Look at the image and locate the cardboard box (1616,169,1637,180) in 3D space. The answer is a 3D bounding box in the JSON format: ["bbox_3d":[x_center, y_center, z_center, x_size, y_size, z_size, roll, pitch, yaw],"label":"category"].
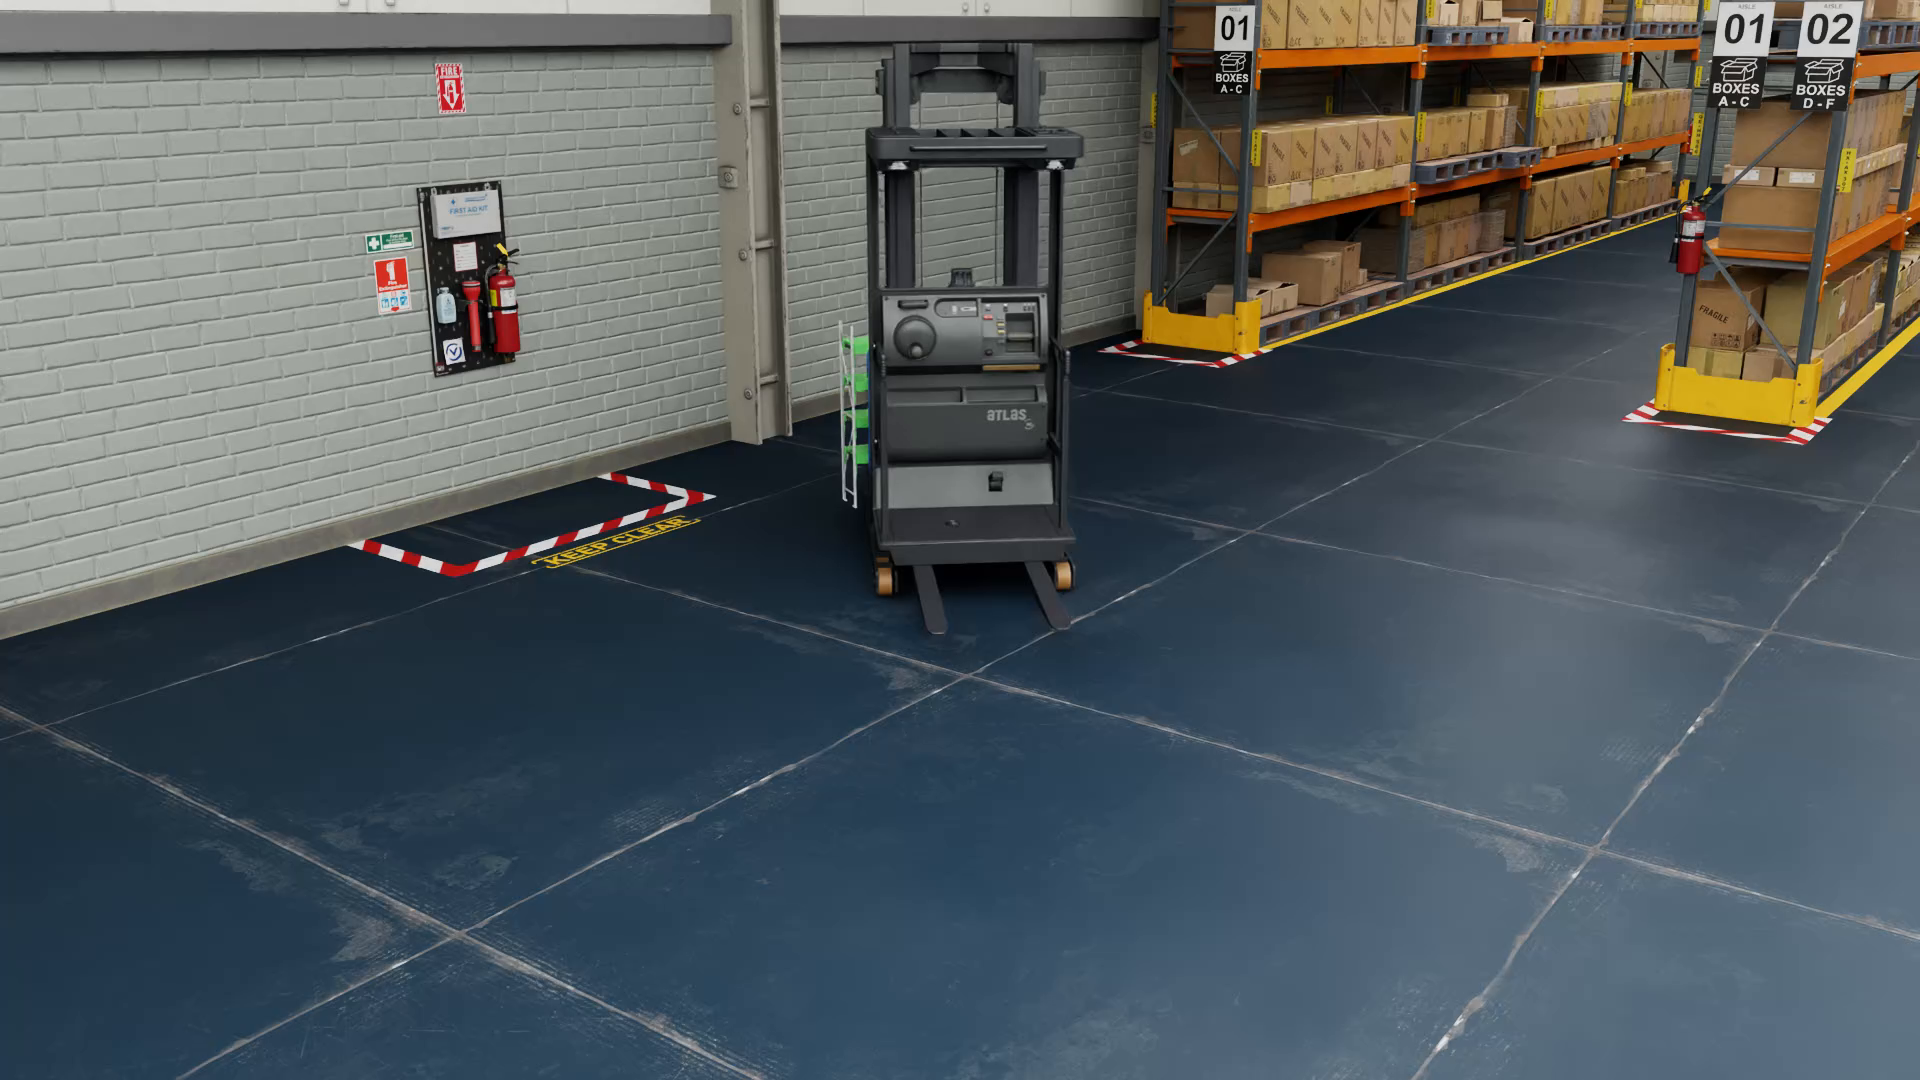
[{"bbox_3d":[10.349,-5.719,26.015,0.380,0.149,0.250,13,22,37],"label":"cardboard box"}]

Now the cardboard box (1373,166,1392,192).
[{"bbox_3d":[4.361,-3.942,18.099,0.500,0.250,0.500,13,21,35],"label":"cardboard box"}]

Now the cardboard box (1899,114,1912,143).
[{"bbox_3d":[11.352,-4.784,19.715,0.700,0.500,0.500,5,18,16],"label":"cardboard box"}]

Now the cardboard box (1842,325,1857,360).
[{"bbox_3d":[7.694,-1.793,14.889,0.500,0.250,0.500,12,21,35],"label":"cardboard box"}]

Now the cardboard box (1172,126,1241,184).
[{"bbox_3d":[2.430,-3.781,16.316,0.500,0.500,0.500,12,21,34],"label":"cardboard box"}]

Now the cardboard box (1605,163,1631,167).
[{"bbox_3d":[10.677,-6.041,27.052,0.380,0.149,0.250,13,21,35],"label":"cardboard box"}]

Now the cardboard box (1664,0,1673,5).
[{"bbox_3d":[10.711,-8.523,25.685,0.500,0.500,0.500,13,21,35],"label":"cardboard box"}]

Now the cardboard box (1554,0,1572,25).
[{"bbox_3d":[7.943,-7.321,22.794,0.700,0.500,0.500,14,22,37],"label":"cardboard box"}]

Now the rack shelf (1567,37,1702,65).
[{"bbox_3d":[10.662,-7.758,26.325,1.077,0.370,4.000,12,21,35],"label":"rack shelf"}]

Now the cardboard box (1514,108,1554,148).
[{"bbox_3d":[7.582,-5.510,22.226,0.500,0.500,0.500,13,22,36],"label":"cardboard box"}]

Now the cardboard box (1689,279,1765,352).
[{"bbox_3d":[6.381,-1.886,13.924,0.500,0.500,0.500,12,21,35],"label":"cardboard box"}]

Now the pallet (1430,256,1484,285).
[{"bbox_3d":[5.893,-3.434,20.944,1.003,0.211,1.213,12,21,35],"label":"pallet"}]

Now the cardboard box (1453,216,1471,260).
[{"bbox_3d":[6.026,-3.851,21.059,0.700,0.500,0.500,12,21,34],"label":"cardboard box"}]

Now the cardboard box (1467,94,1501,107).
[{"bbox_3d":[6.726,-5.641,21.348,0.380,0.149,0.250,9,19,26],"label":"cardboard box"}]

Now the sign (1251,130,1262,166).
[{"bbox_3d":[2.756,-3.653,15.488,0.100,0.325,0.005,12,21,35],"label":"sign"}]

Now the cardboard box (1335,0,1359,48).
[{"bbox_3d":[3.677,-5.238,16.792,0.500,0.500,0.500,14,22,38],"label":"cardboard box"}]

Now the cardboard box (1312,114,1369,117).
[{"bbox_3d":[4.256,-4.509,18.660,0.500,0.500,0.500,12,21,33],"label":"cardboard box"}]

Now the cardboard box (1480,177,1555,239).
[{"bbox_3d":[7.630,-4.566,22.807,0.750,0.750,0.750,12,21,34],"label":"cardboard box"}]

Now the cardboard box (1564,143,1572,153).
[{"bbox_3d":[8.374,-5.535,23.399,0.380,0.149,0.250,13,21,35],"label":"cardboard box"}]

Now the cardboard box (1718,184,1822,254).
[{"bbox_3d":[6.589,-2.617,13.445,0.700,0.500,0.500,12,21,35],"label":"cardboard box"}]

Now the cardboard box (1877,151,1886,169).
[{"bbox_3d":[8.086,-3.426,14.956,0.380,0.149,0.250,12,21,34],"label":"cardboard box"}]

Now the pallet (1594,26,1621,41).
[{"bbox_3d":[8.963,-7.307,23.981,0.805,0.209,1.217,11,21,33],"label":"pallet"}]

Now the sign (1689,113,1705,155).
[{"bbox_3d":[5.873,-3.226,13.222,0.100,0.325,0.005,12,21,35],"label":"sign"}]

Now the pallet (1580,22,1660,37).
[{"bbox_3d":[9.966,-7.776,25.319,1.003,0.211,1.213,12,21,35],"label":"pallet"}]

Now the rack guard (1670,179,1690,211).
[{"bbox_3d":[11.868,-5.958,28.586,1.175,0.500,0.348,12,21,35],"label":"rack guard"}]

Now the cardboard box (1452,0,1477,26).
[{"bbox_3d":[5.828,-6.378,19.791,0.500,0.500,0.500,12,21,33],"label":"cardboard box"}]

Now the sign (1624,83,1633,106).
[{"bbox_3d":[9.912,-6.615,24.668,0.100,0.325,0.005,12,21,35],"label":"sign"}]

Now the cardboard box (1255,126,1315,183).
[{"bbox_3d":[3.148,-3.808,16.402,0.500,0.500,0.500,12,21,35],"label":"cardboard box"}]

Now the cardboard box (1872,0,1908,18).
[{"bbox_3d":[7.510,-4.555,13.685,0.500,0.500,0.500,12,21,35],"label":"cardboard box"}]

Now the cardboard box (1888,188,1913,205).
[{"bbox_3d":[9.376,-3.468,16.778,0.380,0.149,0.250,12,21,35],"label":"cardboard box"}]

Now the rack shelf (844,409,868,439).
[{"bbox_3d":[-0.508,-0.784,10.961,0.480,0.148,0.258,-7,19,-22],"label":"rack shelf"}]

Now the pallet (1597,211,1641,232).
[{"bbox_3d":[9.986,-5.029,26.081,1.003,0.211,1.213,12,21,35],"label":"pallet"}]

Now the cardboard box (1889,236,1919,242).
[{"bbox_3d":[10.649,-3.228,18.563,0.500,0.311,0.500,12,21,34],"label":"cardboard box"}]

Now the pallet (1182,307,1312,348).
[{"bbox_3d":[2.878,-2.209,17.000,1.003,0.211,1.213,12,21,35],"label":"pallet"}]

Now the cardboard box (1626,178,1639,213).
[{"bbox_3d":[10.300,-5.479,26.336,0.700,0.500,0.500,12,21,34],"label":"cardboard box"}]

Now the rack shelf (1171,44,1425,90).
[{"bbox_3d":[3.512,-4.900,17.121,1.077,0.370,4.000,12,21,35],"label":"rack shelf"}]

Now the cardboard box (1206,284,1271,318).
[{"bbox_3d":[2.805,-2.410,16.738,0.500,0.311,0.500,10,20,29],"label":"cardboard box"}]

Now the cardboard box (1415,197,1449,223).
[{"bbox_3d":[5.695,-4.071,20.502,0.500,0.250,0.500,12,21,33],"label":"cardboard box"}]

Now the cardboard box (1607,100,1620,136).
[{"bbox_3d":[9.397,-6.238,24.570,0.500,0.500,0.500,12,21,34],"label":"cardboard box"}]

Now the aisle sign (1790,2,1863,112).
[{"bbox_3d":[6.508,-3.632,12.499,0.394,0.787,0.004,12,21,35],"label":"aisle sign"}]

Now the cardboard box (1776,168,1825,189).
[{"bbox_3d":[6.707,-2.873,13.177,0.380,0.149,0.250,12,21,34],"label":"cardboard box"}]

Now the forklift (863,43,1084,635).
[{"bbox_3d":[0.053,-1.191,9.135,1.130,2.935,3.031,-2,17,-5],"label":"forklift"}]

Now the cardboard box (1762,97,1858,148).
[{"bbox_3d":[6.930,-3.376,13.700,0.700,0.500,0.500,12,21,33],"label":"cardboard box"}]

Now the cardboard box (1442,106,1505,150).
[{"bbox_3d":[6.504,-5.247,21.171,0.700,0.500,0.500,10,20,30],"label":"cardboard box"}]

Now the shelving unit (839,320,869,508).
[{"bbox_3d":[-0.508,-0.845,10.942,0.503,1.200,0.258,-7,19,-22],"label":"shelving unit"}]

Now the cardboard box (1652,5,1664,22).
[{"bbox_3d":[10.409,-8.039,25.392,0.500,0.250,0.500,12,21,34],"label":"cardboard box"}]

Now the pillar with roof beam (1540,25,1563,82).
[{"bbox_3d":[12.650,-8.617,22.819,9.100,9.000,0.400,12,21,35],"label":"pillar with roof beam"}]

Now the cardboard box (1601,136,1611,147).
[{"bbox_3d":[9.365,-5.888,24.536,0.380,0.149,0.250,13,21,36],"label":"cardboard box"}]

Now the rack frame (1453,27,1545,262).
[{"bbox_3d":[7.087,-5.240,22.061,1.000,3.000,0.127,12,21,35],"label":"rack frame"}]

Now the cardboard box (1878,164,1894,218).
[{"bbox_3d":[8.425,-3.354,15.819,0.700,0.500,0.500,12,21,33],"label":"cardboard box"}]

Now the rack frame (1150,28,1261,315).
[{"bbox_3d":[2.320,-3.335,15.925,1.000,3.000,0.127,12,21,35],"label":"rack frame"}]

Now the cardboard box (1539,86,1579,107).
[{"bbox_3d":[8.179,-6.108,22.888,0.500,0.250,0.500,13,21,35],"label":"cardboard box"}]

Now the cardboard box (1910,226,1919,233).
[{"bbox_3d":[11.568,-3.440,19.737,0.500,0.500,0.500,14,22,37],"label":"cardboard box"}]

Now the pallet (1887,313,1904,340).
[{"bbox_3d":[9.092,-2.264,17.178,1.003,0.211,1.213,12,21,35],"label":"pallet"}]
